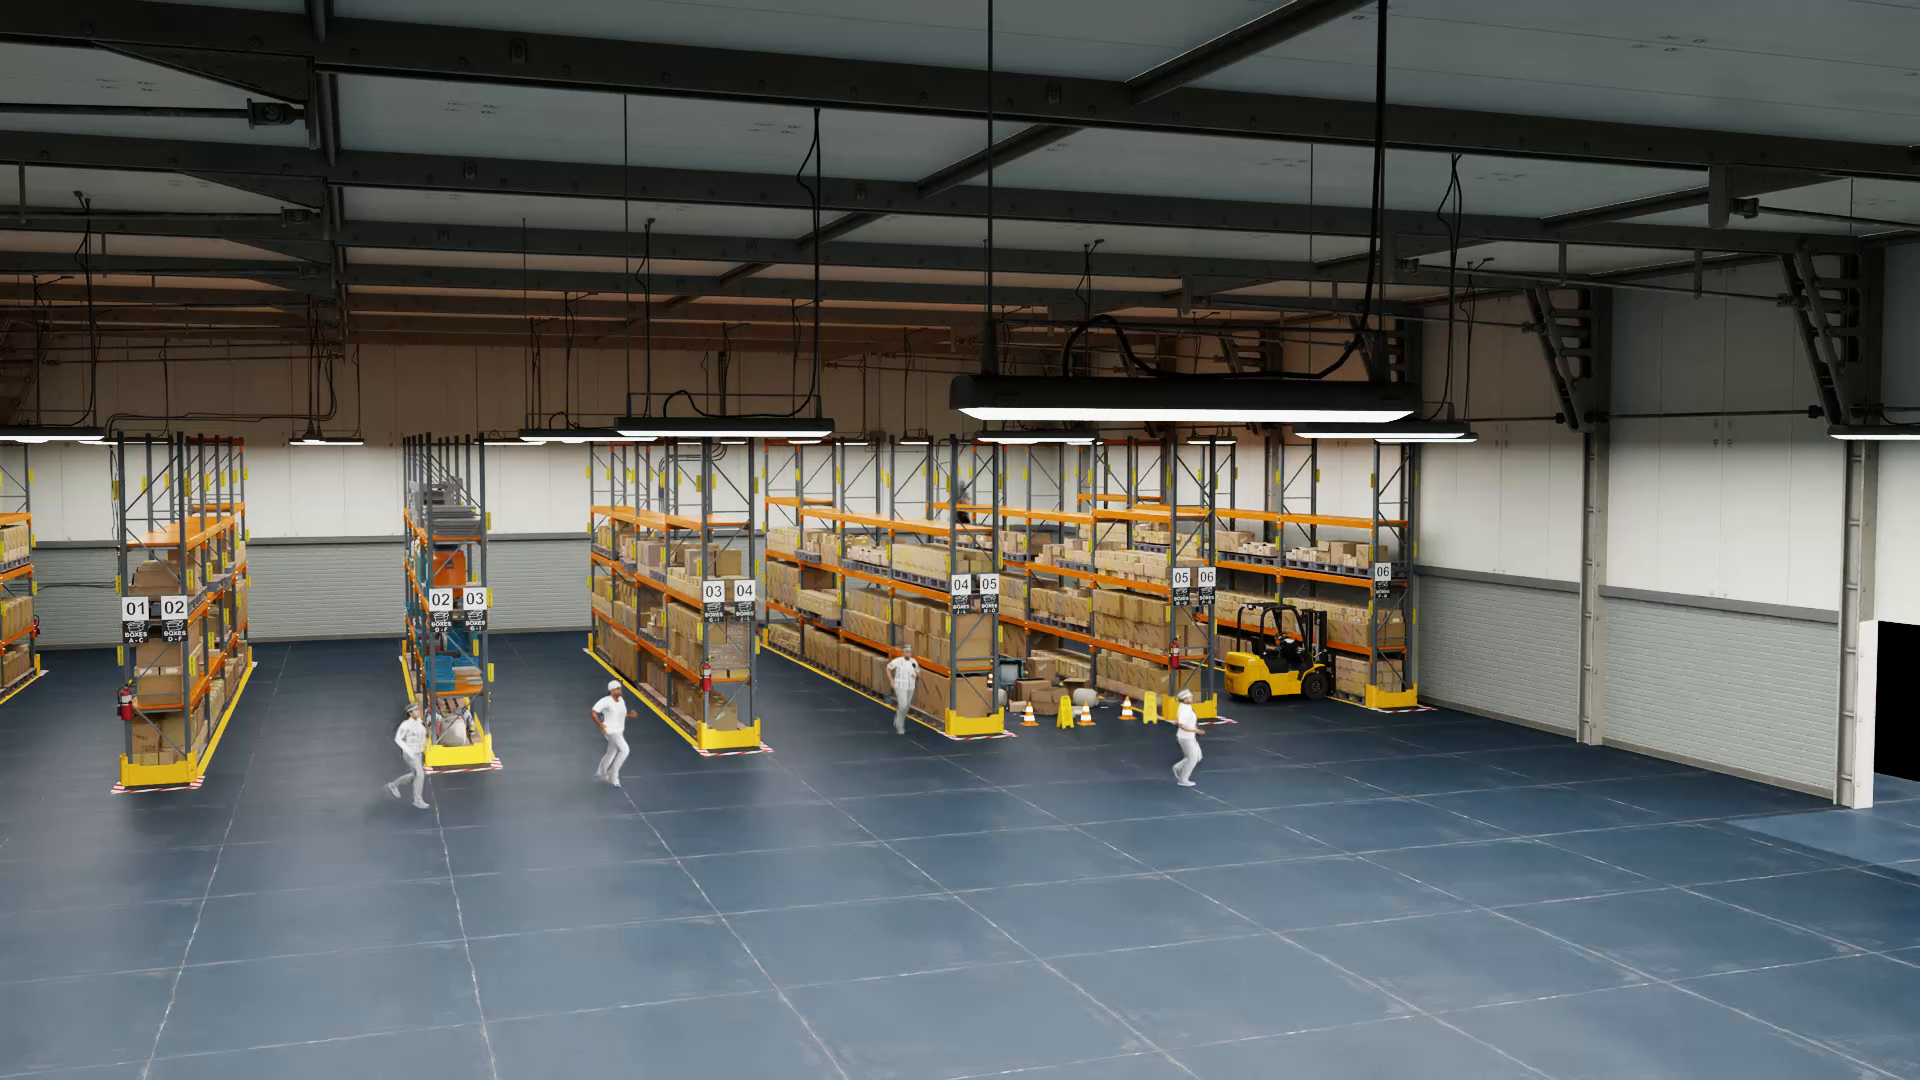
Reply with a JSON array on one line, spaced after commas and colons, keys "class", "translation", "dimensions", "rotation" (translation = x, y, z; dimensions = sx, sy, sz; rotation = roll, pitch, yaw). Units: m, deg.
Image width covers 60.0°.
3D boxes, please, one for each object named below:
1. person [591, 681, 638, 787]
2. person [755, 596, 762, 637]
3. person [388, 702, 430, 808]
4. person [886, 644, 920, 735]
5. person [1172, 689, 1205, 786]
[{"class": "person", "translation": [-5.862, 3.290, 28.290], "dimensions": [0.730, 1.809, 0.662], "rotation": [1, 3, 13]}, {"class": "person", "translation": [-6.249, 2.177, 49.381], "dimensions": [0.934, 1.641, 0.693], "rotation": [-2, 4, -27]}, {"class": "person", "translation": [-8.797, 3.413, 26.557], "dimensions": [0.733, 1.704, 0.618], "rotation": [1, 3, 14]}, {"class": "person", "translation": [-1.117, 3.010, 33.502], "dimensions": [0.642, 1.840, 0.735], "rotation": [-2, 4, -31]}, {"class": "person", "translation": [3.879, 3.332, 28.117], "dimensions": [0.534, 1.653, 0.571], "rotation": [1, 3, 12]}]
